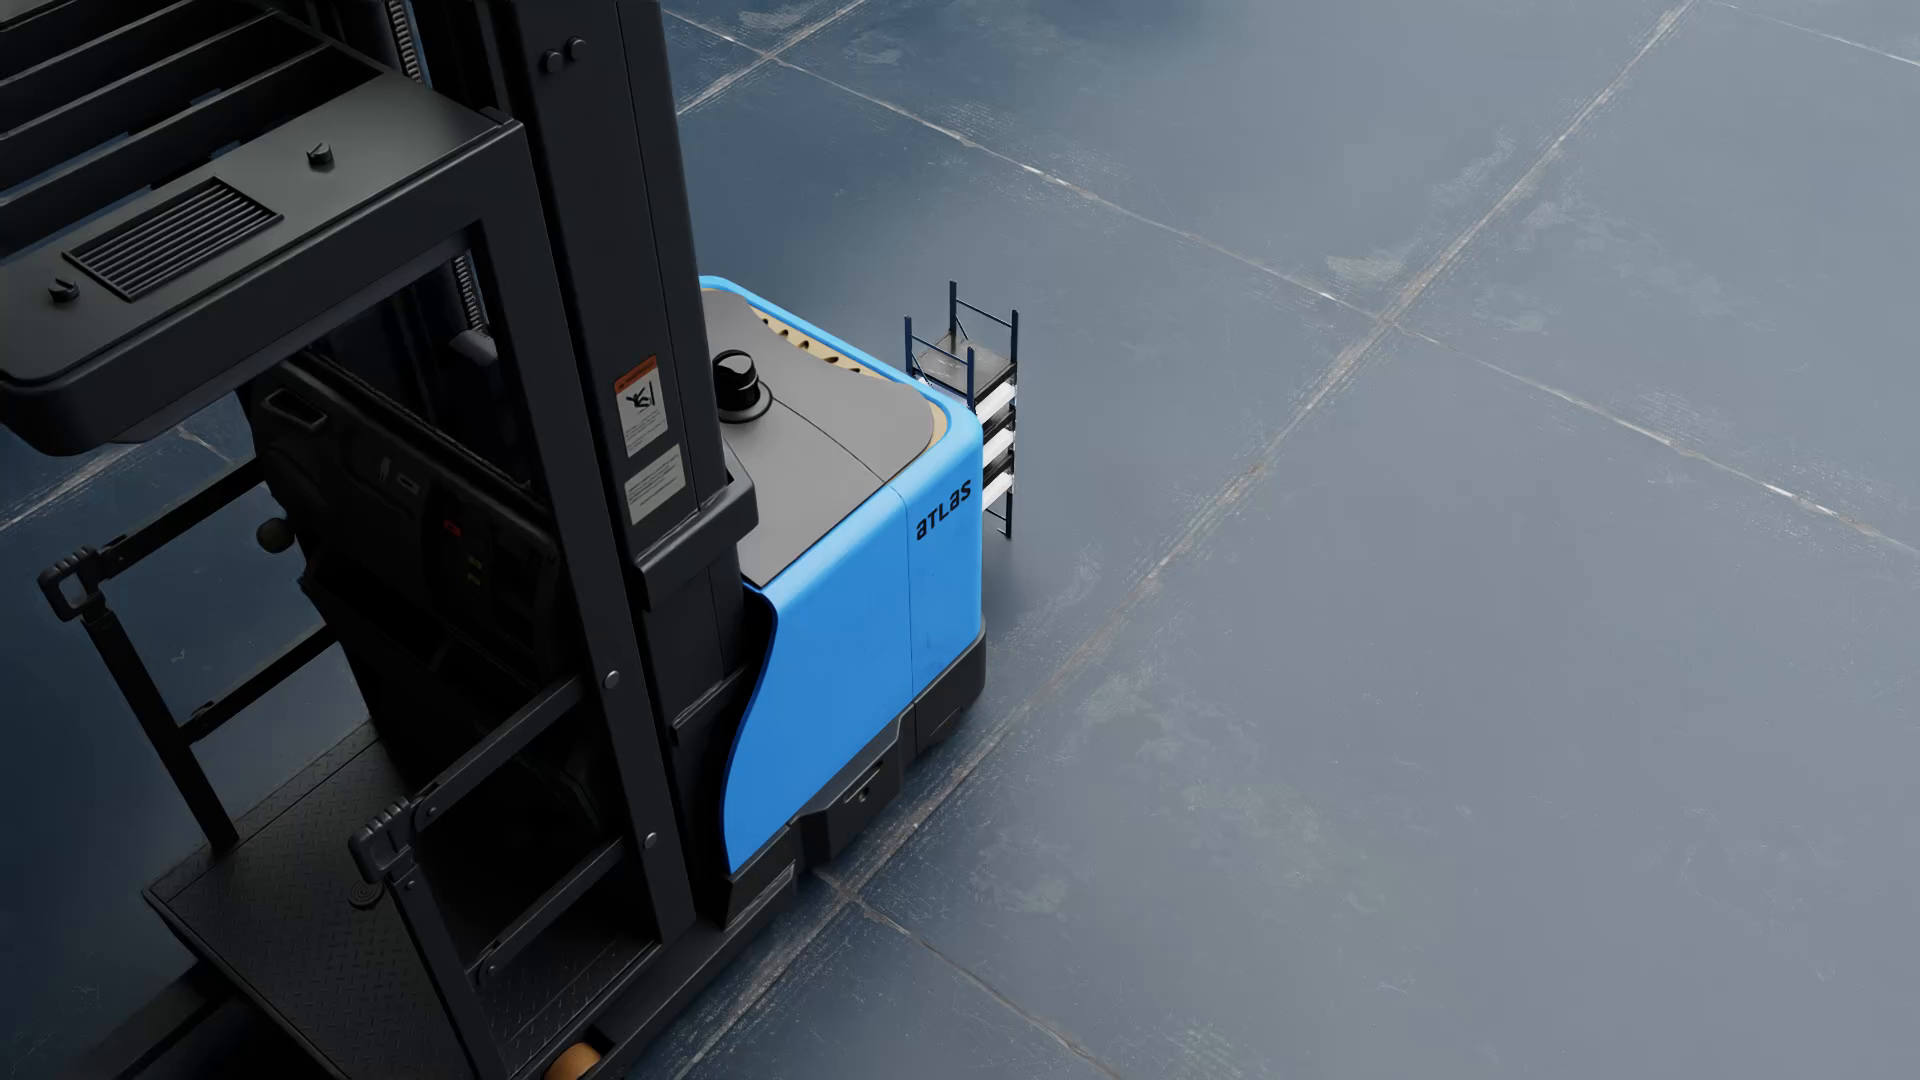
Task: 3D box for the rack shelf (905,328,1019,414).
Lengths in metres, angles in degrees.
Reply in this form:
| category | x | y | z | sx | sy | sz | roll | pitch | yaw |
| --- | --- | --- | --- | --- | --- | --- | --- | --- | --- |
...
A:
| category | x | y | z | sx | sy | sz | roll | pitch | yaw |
| --- | --- | --- | --- | --- | --- | --- | --- | --- | --- |
| rack shelf | 0.005 | -0.479 | 4.758 | 0.258 | 0.077 | 0.200 | 29 | 53 | 25 |

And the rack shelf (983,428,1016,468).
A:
| category | x | y | z | sx | sy | sz | roll | pitch | yaw |
| --- | --- | --- | --- | --- | --- | --- | --- | --- | --- |
| rack shelf | 0.005 | -0.292 | 4.953 | 0.258 | 0.077 | 0.200 | 29 | 53 | 25 |

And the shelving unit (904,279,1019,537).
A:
| category | x | y | z | sx | sy | sz | roll | pitch | yaw |
| --- | --- | --- | --- | --- | --- | --- | --- | --- | --- |
| shelving unit | 0.005 | -0.315 | 4.929 | 0.258 | 0.900 | 0.210 | 29 | 53 | 25 |

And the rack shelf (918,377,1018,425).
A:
| category | x | y | z | sx | sy | sz | roll | pitch | yaw |
| --- | --- | --- | --- | --- | --- | --- | --- | --- | --- |
| rack shelf | 0.005 | -0.417 | 4.823 | 0.258 | 0.077 | 0.200 | 29 | 53 | 25 |

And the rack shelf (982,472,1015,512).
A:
| category | x | y | z | sx | sy | sz | roll | pitch | yaw |
| --- | --- | --- | --- | --- | --- | --- | --- | --- | --- |
| rack shelf | 0.005 | -0.168 | 5.083 | 0.258 | 0.077 | 0.200 | 29 | 53 | 25 |

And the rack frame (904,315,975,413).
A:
| category | x | y | z | sx | sy | sz | roll | pitch | yaw |
| --- | --- | --- | --- | --- | --- | --- | --- | --- | --- |
| rack frame | -0.057 | -0.257 | 4.873 | 0.240 | 0.900 | 0.006 | 29 | 53 | 25 |

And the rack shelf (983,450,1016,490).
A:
| category | x | y | z | sx | sy | sz | roll | pitch | yaw |
| --- | --- | --- | --- | --- | --- | --- | --- | --- | --- |
| rack shelf | 0.005 | -0.230 | 5.018 | 0.258 | 0.077 | 0.200 | 29 | 53 | 25 |

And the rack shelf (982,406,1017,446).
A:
| category | x | y | z | sx | sy | sz | roll | pitch | yaw |
| --- | --- | --- | --- | --- | --- | --- | --- | --- | --- |
| rack shelf | 0.005 | -0.355 | 4.888 | 0.258 | 0.077 | 0.200 | 29 | 53 | 25 |

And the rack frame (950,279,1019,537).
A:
| category | x | y | z | sx | sy | sz | roll | pitch | yaw |
| --- | --- | --- | --- | --- | --- | --- | --- | --- | --- |
| rack frame | 0.067 | -0.374 | 4.985 | 0.240 | 0.900 | 0.006 | 29 | 53 | 25 |

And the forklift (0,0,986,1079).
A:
| category | x | y | z | sx | sy | sz | roll | pitch | yaw |
| --- | --- | --- | --- | --- | --- | --- | --- | --- | --- |
| forklift | -1.238 | 0.043 | 3.182 | 1.130 | 2.935 | 3.031 | 30 | 53 | 26 |
